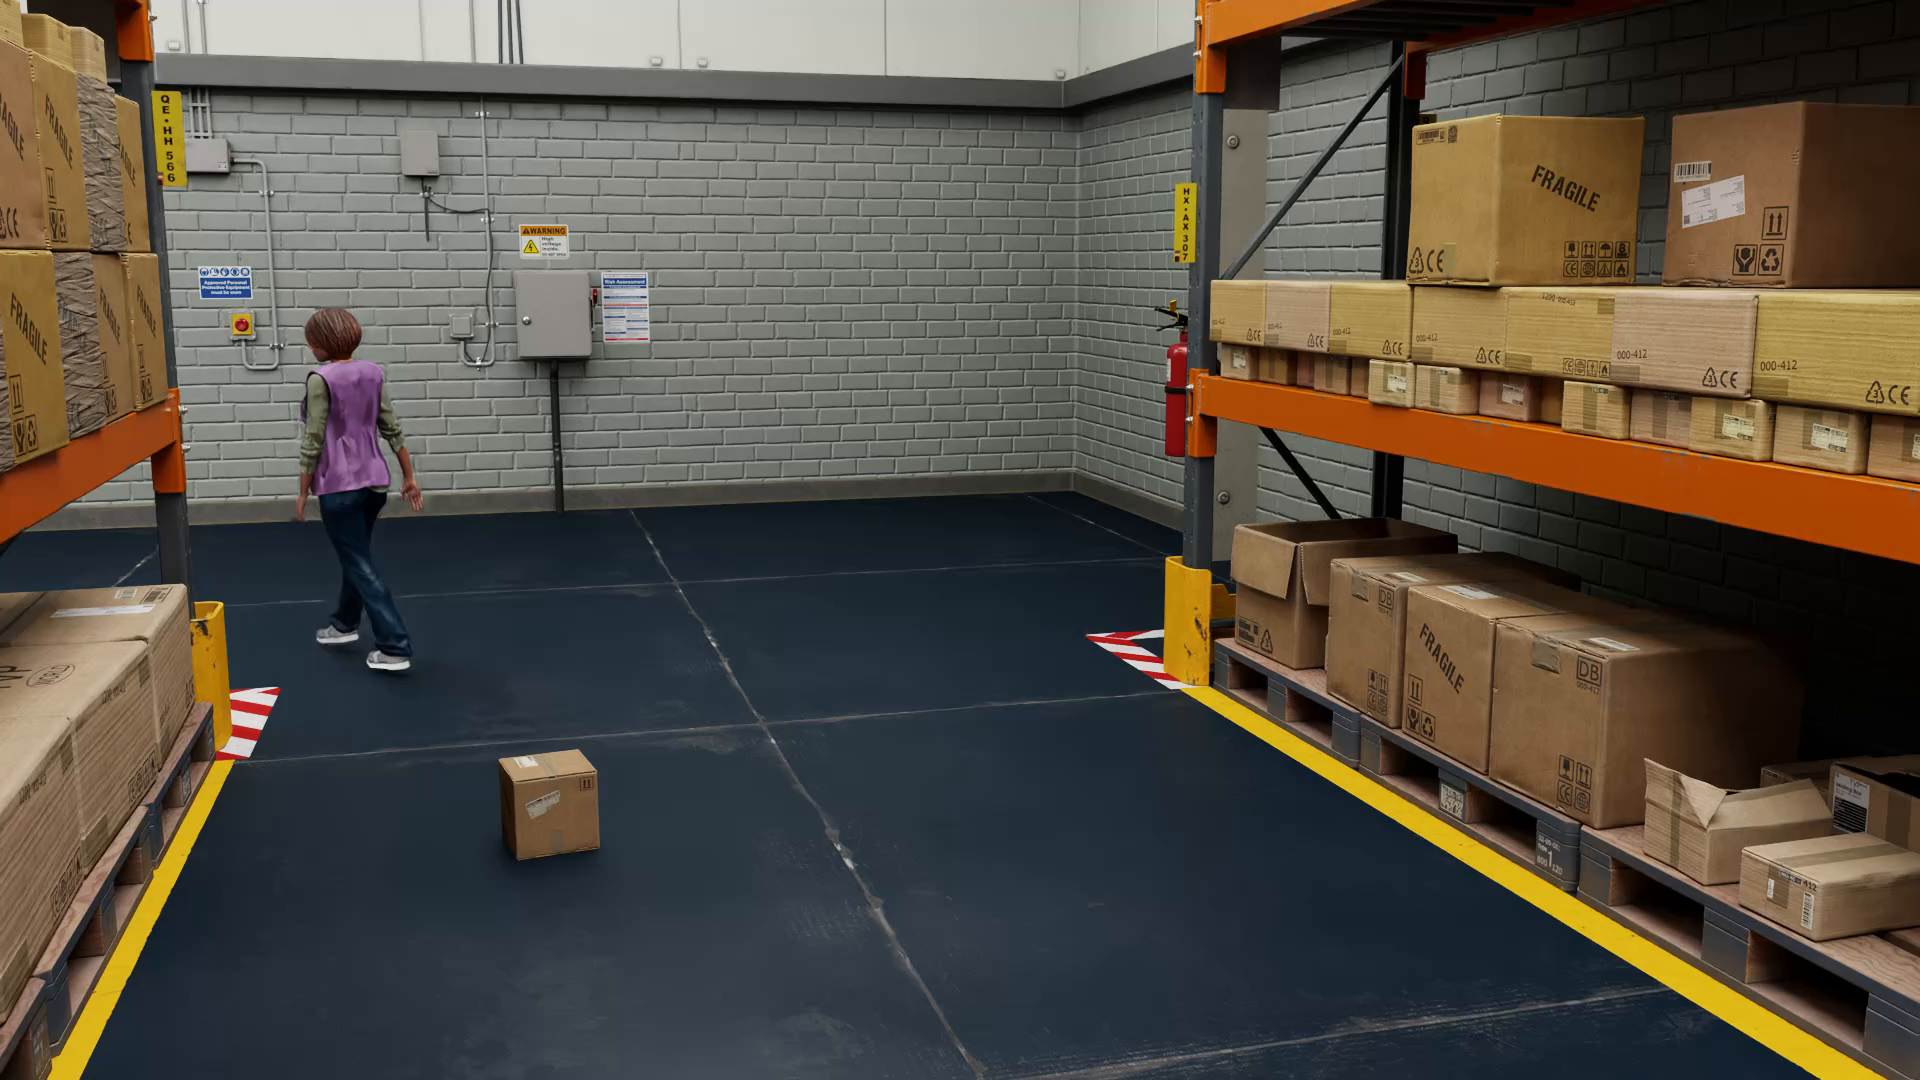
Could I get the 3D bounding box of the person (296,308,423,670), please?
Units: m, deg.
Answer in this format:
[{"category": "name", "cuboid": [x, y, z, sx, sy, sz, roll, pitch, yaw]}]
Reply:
[{"category": "person", "cuboid": [-2.709, -0.229, 7.255, 0.812, 1.559, 0.502, 5, 11, 26]}]
